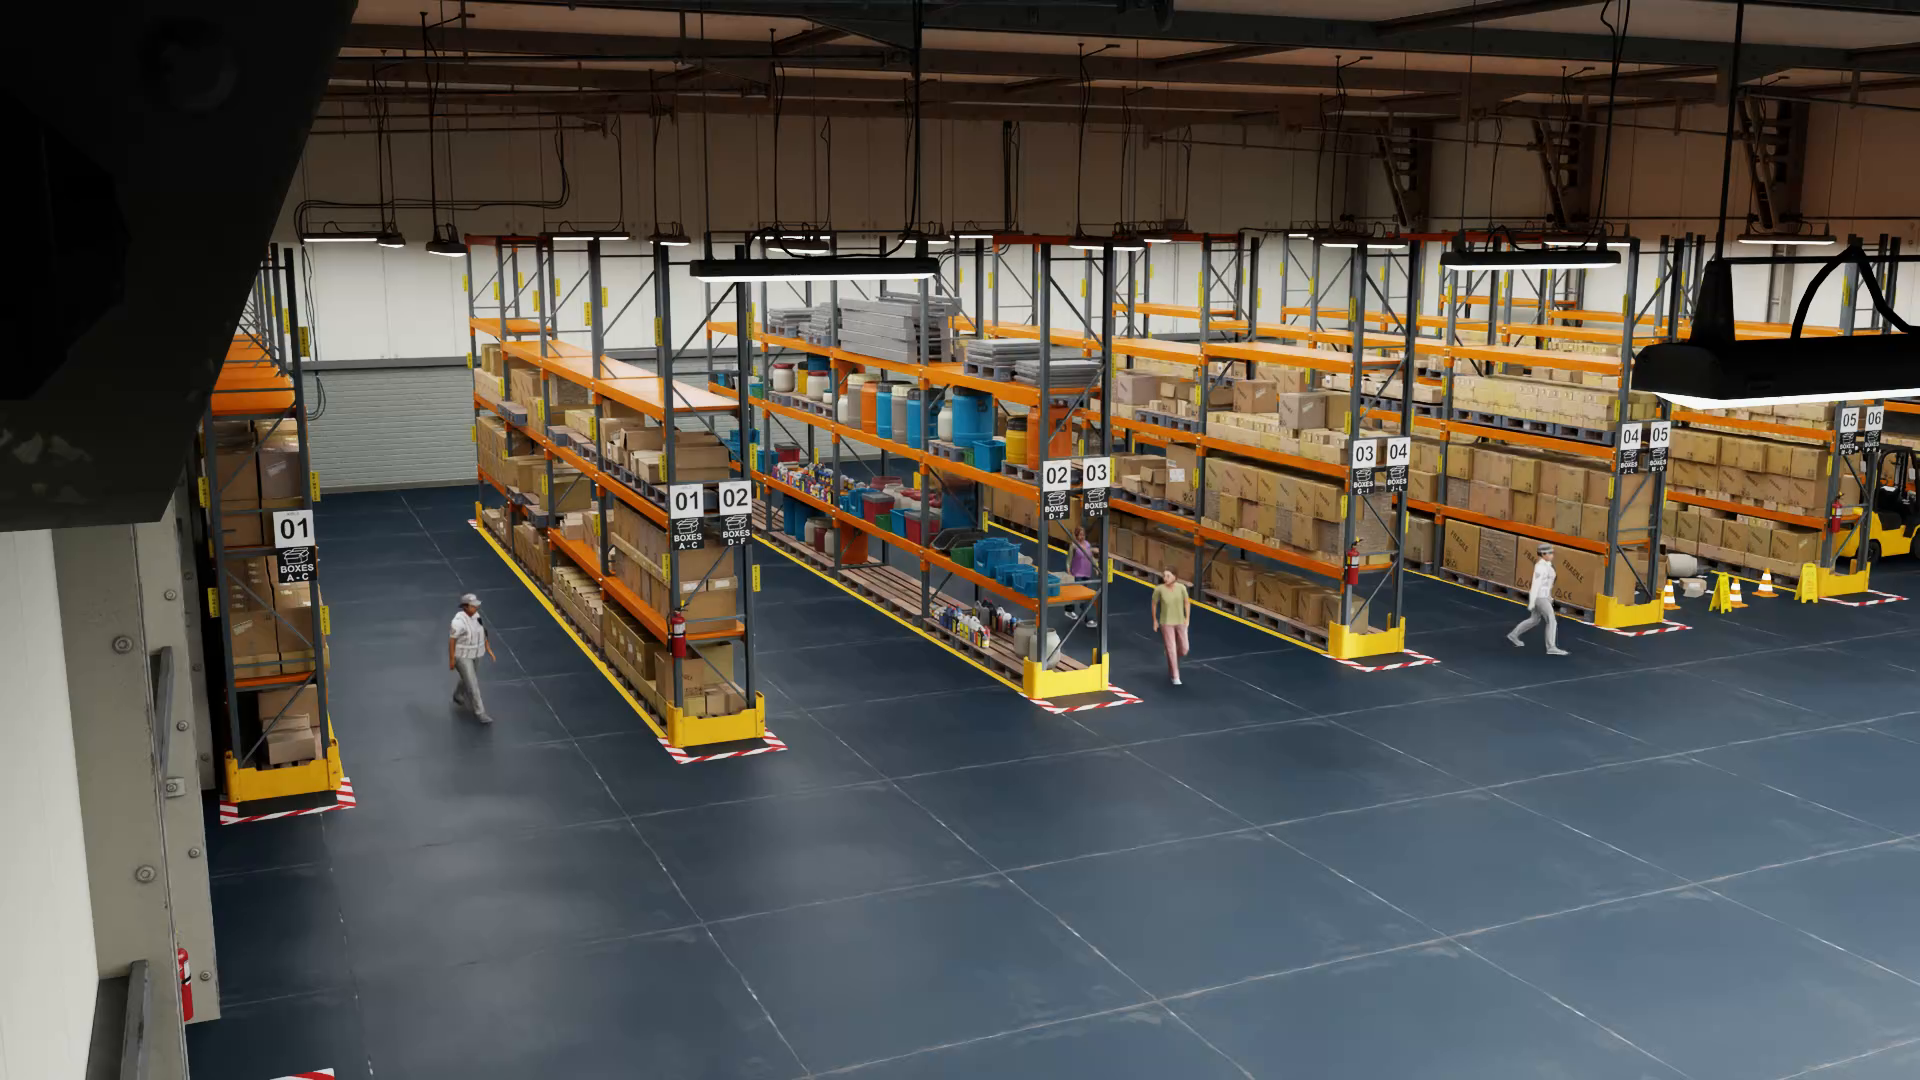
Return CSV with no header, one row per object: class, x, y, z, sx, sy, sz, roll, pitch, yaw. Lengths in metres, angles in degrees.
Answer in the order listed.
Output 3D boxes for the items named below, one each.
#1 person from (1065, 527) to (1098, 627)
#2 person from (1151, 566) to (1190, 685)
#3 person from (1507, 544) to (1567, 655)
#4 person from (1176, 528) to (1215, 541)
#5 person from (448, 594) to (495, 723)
person,1.928,0.555,26.017,0.433,1.540,0.955,-7,13,-32
person,2.903,1.147,22.947,0.508,1.643,0.627,-2,11,-8
person,8.541,0.838,24.494,0.888,1.631,0.500,5,12,25
person,4.690,-0.855,33.012,0.682,1.712,1.093,-6,12,-27
person,-6.275,1.463,21.259,1.083,1.595,0.551,9,14,37
